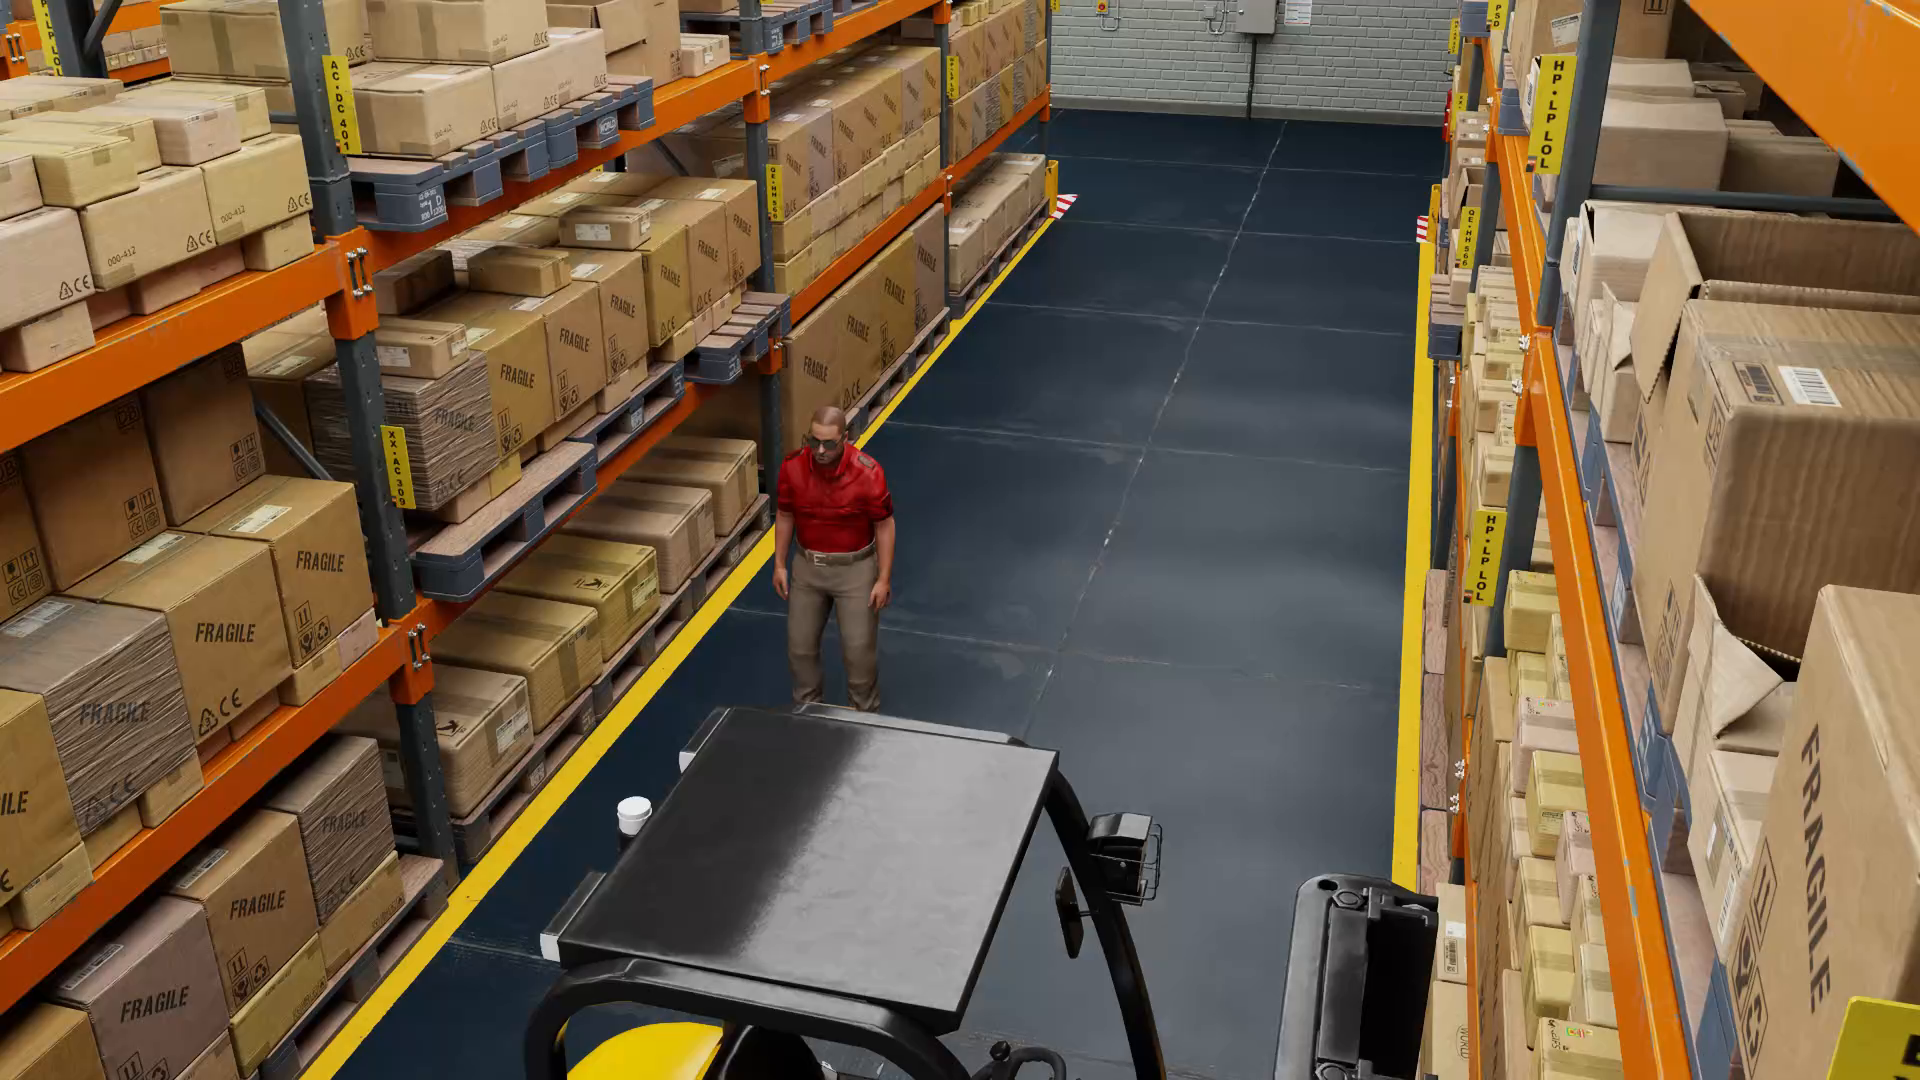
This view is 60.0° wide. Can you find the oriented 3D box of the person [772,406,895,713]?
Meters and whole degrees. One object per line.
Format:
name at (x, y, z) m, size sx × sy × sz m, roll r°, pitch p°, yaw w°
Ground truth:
person at (-0.594, 0.172, 7.760) m, size 0.584 × 1.726 × 0.399 m, roll 6°, pitch 26°, yaw 13°
